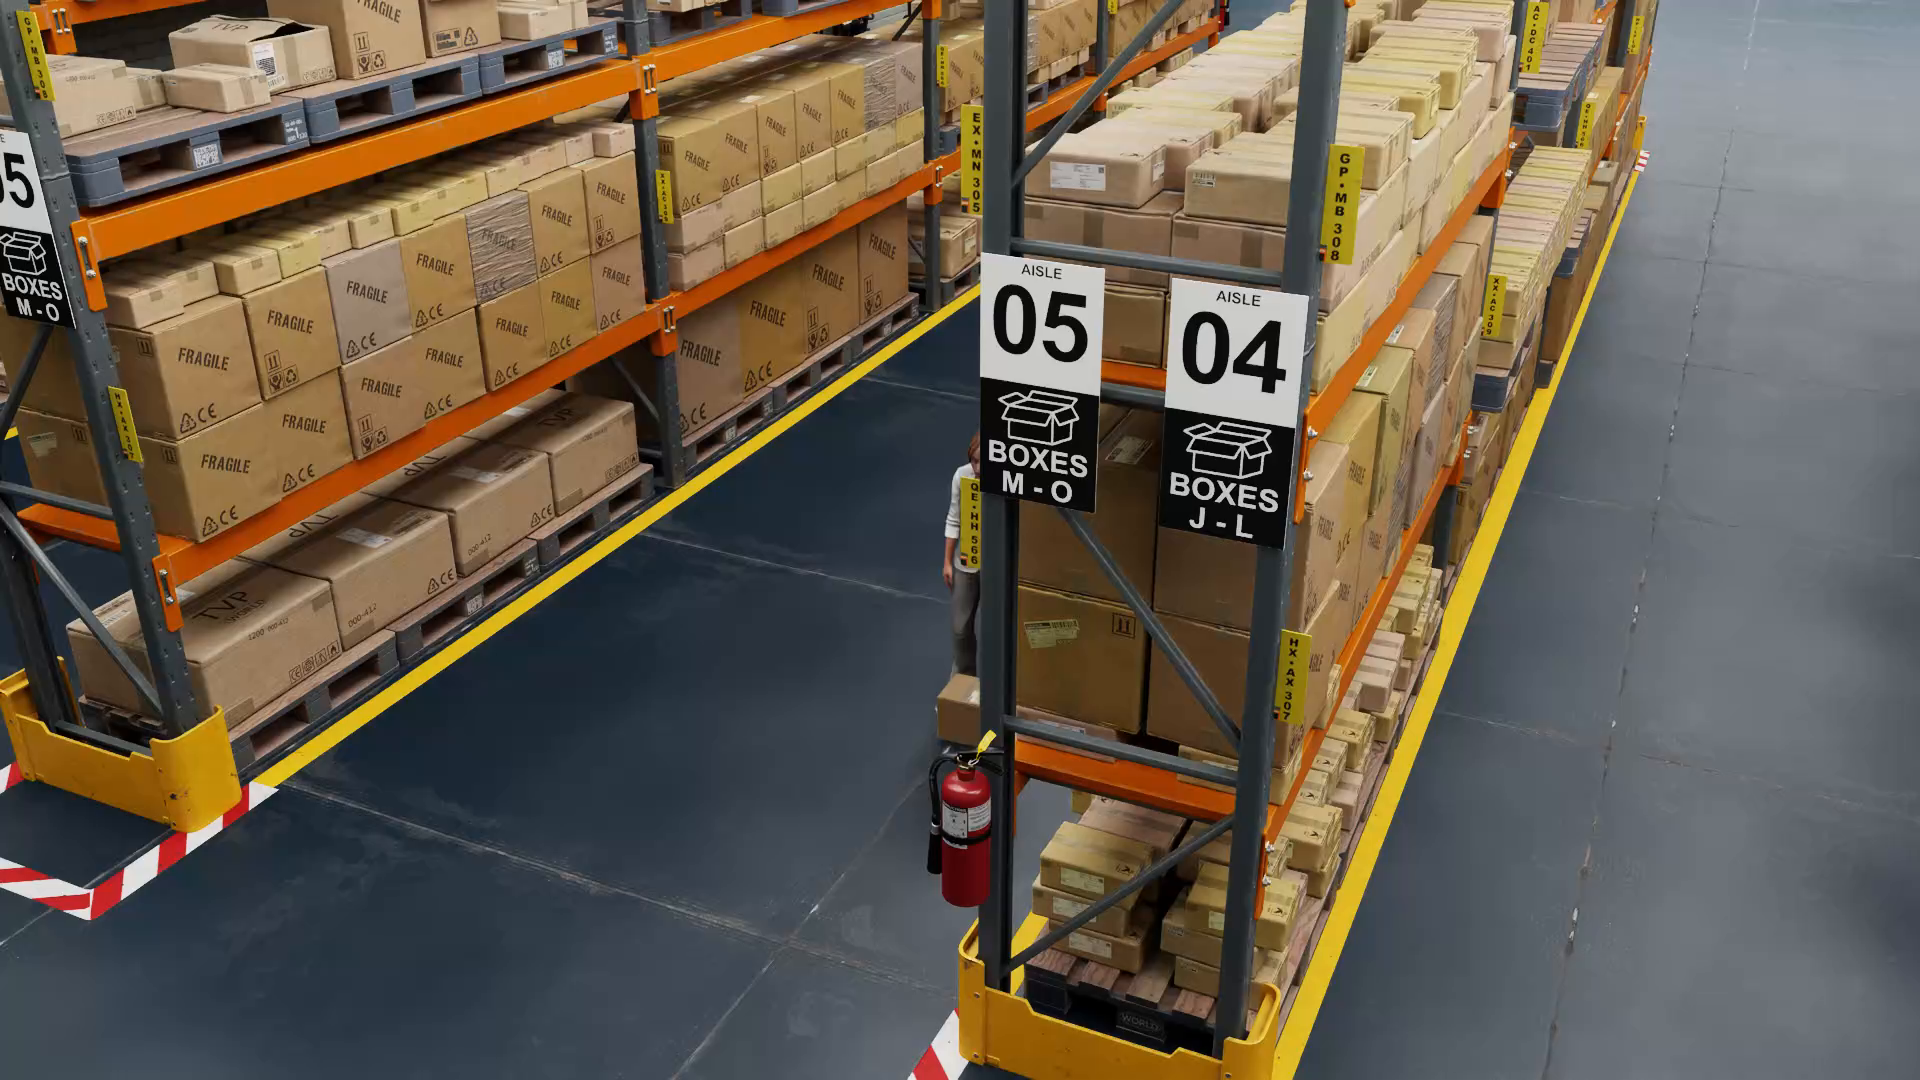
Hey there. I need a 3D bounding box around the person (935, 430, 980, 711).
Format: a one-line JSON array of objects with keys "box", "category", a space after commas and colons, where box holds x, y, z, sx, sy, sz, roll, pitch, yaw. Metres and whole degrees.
[{"box": [0.133, 0.167, 8.306, 0.464, 1.581, 0.343, 10, 28, 19], "category": "person"}]
